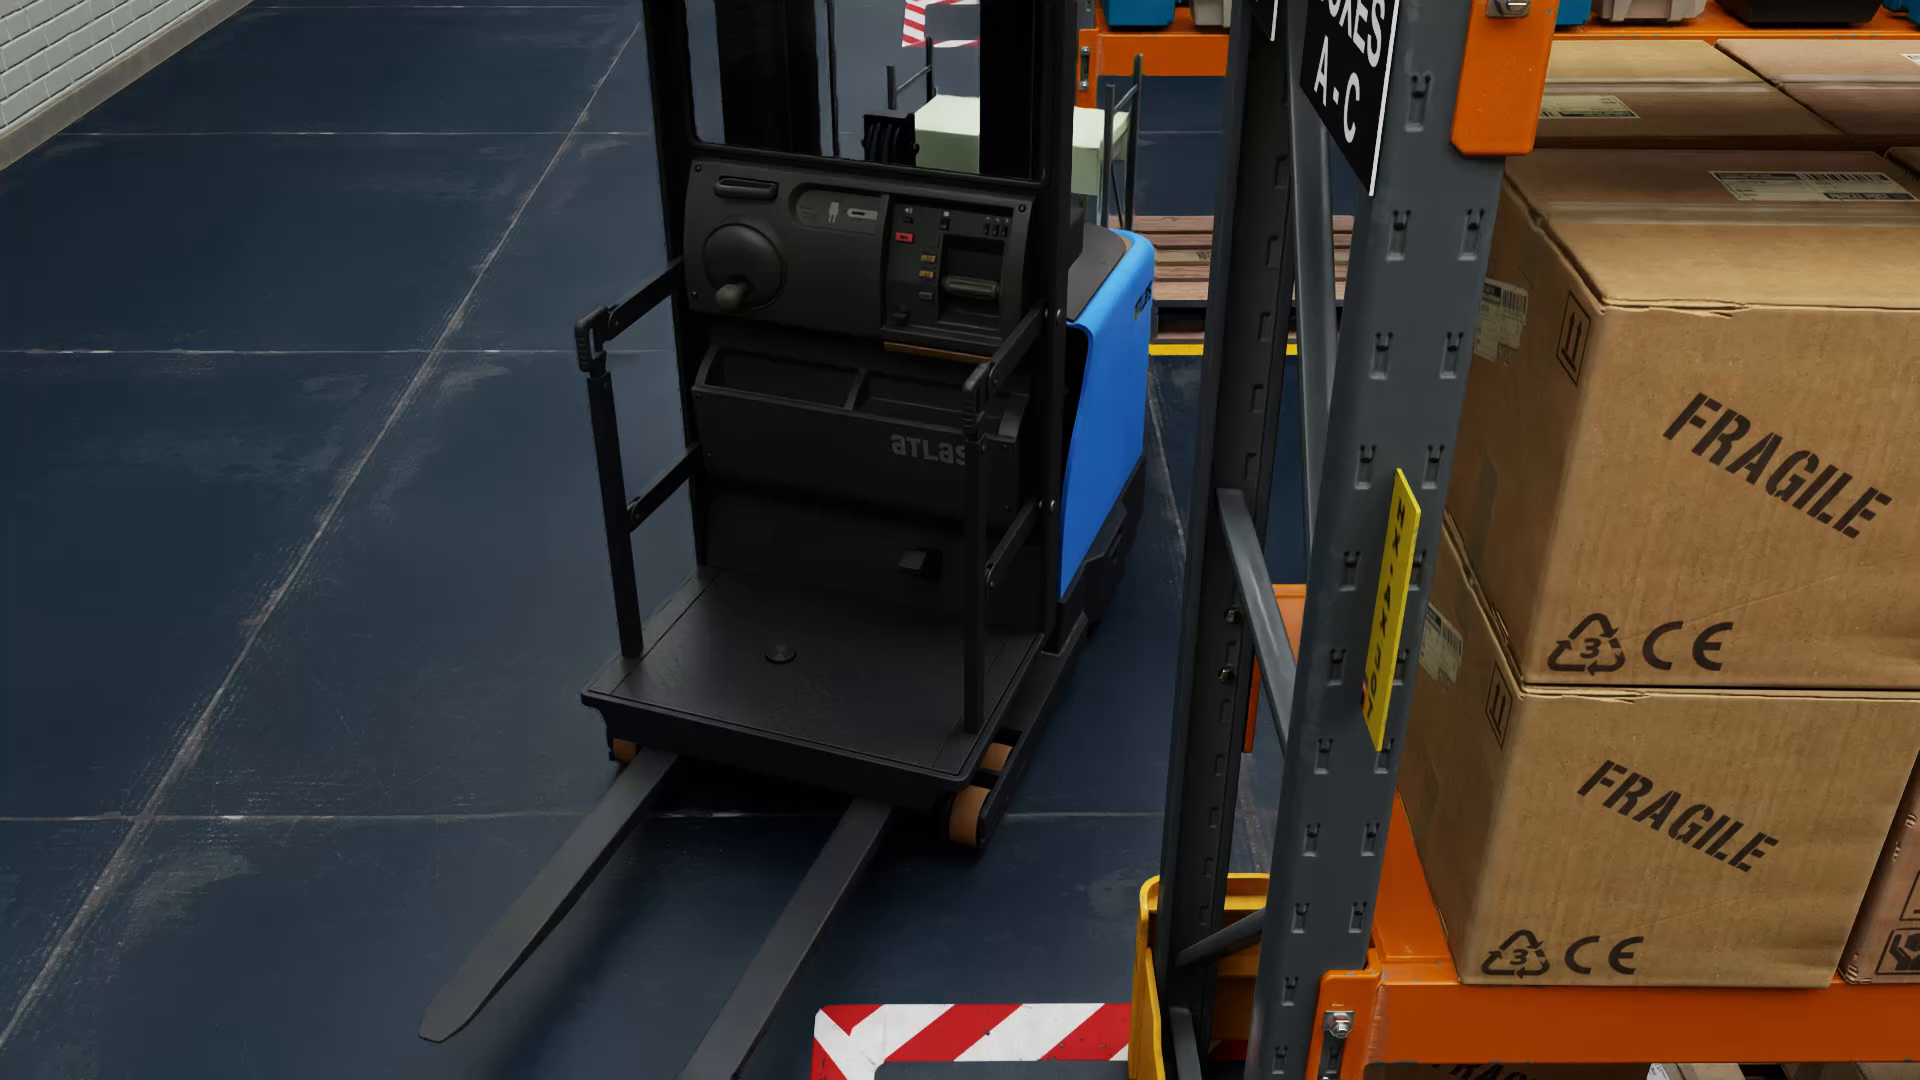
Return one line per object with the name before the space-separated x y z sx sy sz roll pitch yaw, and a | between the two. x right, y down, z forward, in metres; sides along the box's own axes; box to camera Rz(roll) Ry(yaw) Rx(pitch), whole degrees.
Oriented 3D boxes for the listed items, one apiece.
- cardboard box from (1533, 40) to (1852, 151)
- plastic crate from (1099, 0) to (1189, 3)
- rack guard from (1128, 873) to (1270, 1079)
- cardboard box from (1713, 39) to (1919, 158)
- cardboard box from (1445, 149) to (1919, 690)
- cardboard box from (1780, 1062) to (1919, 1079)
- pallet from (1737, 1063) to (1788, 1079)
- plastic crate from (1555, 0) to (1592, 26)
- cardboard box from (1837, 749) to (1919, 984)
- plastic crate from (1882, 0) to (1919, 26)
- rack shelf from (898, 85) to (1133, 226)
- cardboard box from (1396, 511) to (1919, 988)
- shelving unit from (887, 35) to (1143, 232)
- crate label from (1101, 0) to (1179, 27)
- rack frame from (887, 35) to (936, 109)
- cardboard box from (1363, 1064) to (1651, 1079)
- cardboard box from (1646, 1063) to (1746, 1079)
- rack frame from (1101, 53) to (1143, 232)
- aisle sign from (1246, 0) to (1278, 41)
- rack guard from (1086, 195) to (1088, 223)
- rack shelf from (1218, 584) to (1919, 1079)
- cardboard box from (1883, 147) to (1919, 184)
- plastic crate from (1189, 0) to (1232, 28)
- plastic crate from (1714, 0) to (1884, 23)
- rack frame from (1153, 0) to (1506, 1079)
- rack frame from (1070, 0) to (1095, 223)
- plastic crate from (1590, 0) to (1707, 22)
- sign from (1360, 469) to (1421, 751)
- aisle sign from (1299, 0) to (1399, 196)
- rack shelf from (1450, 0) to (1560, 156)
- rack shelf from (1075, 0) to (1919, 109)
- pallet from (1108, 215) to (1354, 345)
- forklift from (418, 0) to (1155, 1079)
cardboard box | 0.926 -0.443 2.529 0.500 0.500 0.500 0 31 -1
plastic crate | 0.790 -2.537 6.948 0.499 0.435 0.616 0 31 0
rack guard | 0.558 1.239 3.225 0.348 0.500 1.175 0 31 0
cardboard box | 1.431 -0.445 2.532 0.500 0.500 0.500 1 31 1
cardboard box | 0.928 -0.164 2.068 0.500 0.500 0.500 1 31 1
cardboard box | 1.975 1.042 3.368 0.500 0.250 0.500 0 31 0
pallet | 1.356 1.360 3.305 1.213 0.211 1.003 0 31 0
plastic crate | 2.322 -2.188 6.567 0.300 0.233 0.416 0 31 0
cardboard box | 1.443 0.259 2.335 0.500 0.500 0.500 0 31 -1
plastic crate | 3.991 -2.251 6.527 0.575 0.384 0.392 0 31 0
rack shelf | 0.185 -1.271 5.646 0.720 0.370 0.431 10 33 16
cardboard box | 0.928 0.264 2.327 0.500 0.500 0.500 0 31 1
shelving unit | 0.185 -0.937 5.849 0.755 1.500 0.431 10 33 16
crate label | 0.705 -2.182 6.559 0.303 0.233 0.416 0 31 0
rack frame | -0.161 -0.999 5.951 0.023 1.500 0.400 10 33 16
cardboard box | 1.025 0.922 3.324 0.500 0.500 0.500 0 31 0
cardboard box | 1.430 1.110 3.336 0.250 0.166 0.380 0 31 0
rack frame | 0.531 -0.875 5.746 0.023 1.500 0.400 10 33 16
aisle sign | 0.412 -1.099 2.164 0.004 0.787 0.394 0 31 0
rack guard | 0.432 -1.323 7.448 0.348 0.500 1.175 0 31 0
rack shelf | 2.482 0.472 2.773 4.000 0.370 1.077 0 31 0
cardboard box | 1.450 -0.169 2.077 0.500 0.500 0.500 0 31 0
plastic crate | 1.026 -2.099 6.515 0.298 0.136 0.250 0 31 0
plastic crate | 3.338 -2.176 6.652 0.590 0.125 0.437 0 31 0
rack frame | 0.482 0.171 2.576 0.127 3.000 1.000 0 31 0
rack frame | 0.456 -2.398 6.811 0.127 3.000 1.000 0 31 0
plastic crate | 2.717 -2.162 6.619 0.466 0.136 0.293 0 31 0
sign | 0.486 0.082 1.888 0.005 0.325 0.100 0 31 0
aisle sign | 0.416 -0.788 1.651 0.004 0.787 0.394 0 31 0
rack shelf | 2.482 -0.810 1.995 4.000 0.370 1.077 0 31 0
rack shelf | 2.456 -2.097 7.008 4.000 0.370 1.077 0 31 0
pallet | 1.281 -1.189 7.506 1.213 0.211 1.003 0 31 0
forklift | -0.341 -0.680 4.045 1.130 2.935 3.031 11 33 17
